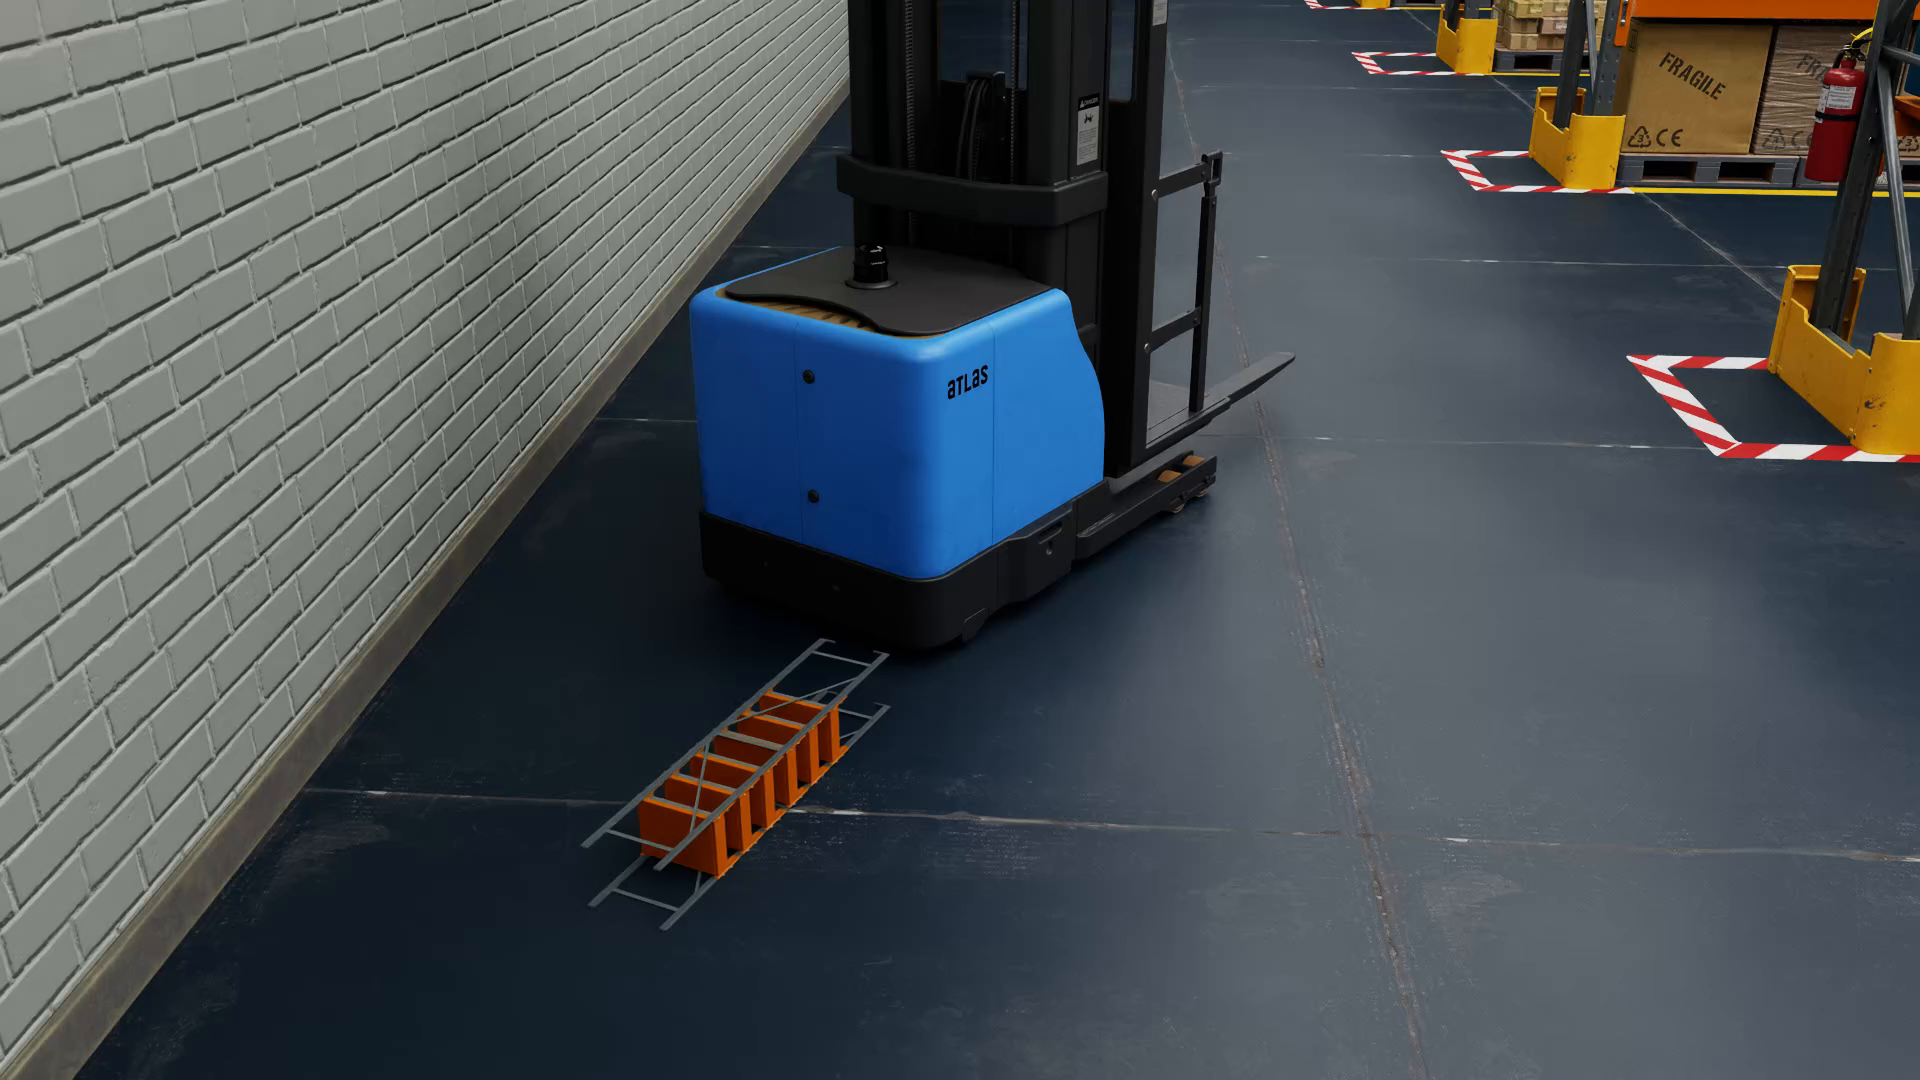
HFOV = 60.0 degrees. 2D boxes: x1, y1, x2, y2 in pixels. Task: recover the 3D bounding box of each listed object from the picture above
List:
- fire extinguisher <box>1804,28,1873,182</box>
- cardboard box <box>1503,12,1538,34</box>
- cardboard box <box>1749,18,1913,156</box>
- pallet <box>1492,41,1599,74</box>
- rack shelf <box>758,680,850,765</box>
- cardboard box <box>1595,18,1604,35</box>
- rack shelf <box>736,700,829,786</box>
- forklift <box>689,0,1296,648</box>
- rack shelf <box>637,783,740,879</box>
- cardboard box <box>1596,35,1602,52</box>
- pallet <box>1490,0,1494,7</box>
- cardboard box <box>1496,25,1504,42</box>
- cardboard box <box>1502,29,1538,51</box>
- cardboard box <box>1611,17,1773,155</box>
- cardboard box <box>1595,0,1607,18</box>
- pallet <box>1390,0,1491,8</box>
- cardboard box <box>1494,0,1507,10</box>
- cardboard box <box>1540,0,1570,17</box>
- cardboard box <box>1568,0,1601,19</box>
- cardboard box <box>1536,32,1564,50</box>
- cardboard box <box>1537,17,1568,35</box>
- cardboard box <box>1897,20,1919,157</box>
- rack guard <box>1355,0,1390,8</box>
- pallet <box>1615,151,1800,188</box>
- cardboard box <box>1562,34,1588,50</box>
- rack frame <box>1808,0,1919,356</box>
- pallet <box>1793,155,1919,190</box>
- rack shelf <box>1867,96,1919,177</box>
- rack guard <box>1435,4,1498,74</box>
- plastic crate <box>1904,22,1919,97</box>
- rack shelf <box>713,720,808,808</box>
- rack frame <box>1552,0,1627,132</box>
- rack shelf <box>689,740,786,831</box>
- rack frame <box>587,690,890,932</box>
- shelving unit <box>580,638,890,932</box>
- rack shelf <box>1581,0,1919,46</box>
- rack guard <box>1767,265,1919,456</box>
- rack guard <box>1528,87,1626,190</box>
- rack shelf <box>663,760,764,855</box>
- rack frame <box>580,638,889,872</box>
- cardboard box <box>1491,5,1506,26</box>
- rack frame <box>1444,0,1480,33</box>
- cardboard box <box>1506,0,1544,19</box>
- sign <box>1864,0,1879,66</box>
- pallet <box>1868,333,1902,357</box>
[{"bbox_3d":[3.946,-1.959,7.458,0.183,0.674,0.296,2,25,4],"label":"fire extinguisher"},{"bbox_3d":[5.424,-5.005,16.091,0.250,0.149,0.380,3,25,6],"label":"cardboard box"},{"bbox_3d":[5.993,-3.243,11.749,0.875,0.875,0.875,2,25,4],"label":"cardboard box"},{"bbox_3d":[5.805,-4.788,16.403,1.213,0.211,1.003,2,25,4],"label":"pallet"},{"bbox_3d":[-0.458,0.529,4.861,0.258,0.180,0.103,11,27,23],"label":"rack shelf"},{"bbox_3d":[6.191,-4.948,15.968,0.250,0.149,0.380,3,25,6],"label":"cardboard box"},{"bbox_3d":[-0.510,0.575,4.763,0.258,0.180,0.103,11,27,23],"label":"rack shelf"},{"bbox_3d":[0.366,-1.542,6.095,1.130,2.935,3.031,17,30,32],"label":"forklift"},{"bbox_3d":[-0.717,0.759,4.371,0.258,0.180,0.103,11,27,23],"label":"rack shelf"},{"bbox_3d":[6.181,-4.810,16.023,0.250,0.149,0.380,2,25,5],"label":"cardboard box"},{"bbox_3d":[7.216,-6.864,20.915,1.213,0.211,1.003,2,25,4],"label":"pallet"},{"bbox_3d":[5.462,-5.064,16.574,0.250,0.149,0.380,2,25,5],"label":"cardboard box"},{"bbox_3d":[5.419,-4.843,16.095,0.250,0.149,0.380,2,25,5],"label":"cardboard box"},{"bbox_3d":[5.085,-3.272,11.812,0.875,0.875,0.875,2,25,4],"label":"cardboard box"},{"bbox_3d":[6.197,-5.112,15.967,0.250,0.149,0.380,1,25,1],"label":"cardboard box"},{"bbox_3d":[6.003,-6.904,21.003,1.213,0.211,1.003,2,25,4],"label":"pallet"},{"bbox_3d":[5.469,-5.352,16.490,0.250,0.149,0.380,2,25,5],"label":"cardboard box"},{"bbox_3d":[5.702,-5.147,16.043,0.250,0.149,0.380,2,25,5],"label":"cardboard box"},{"bbox_3d":[5.943,-5.085,15.910,0.250,0.149,0.380,2,25,4],"label":"cardboard box"},{"bbox_3d":[5.687,-4.869,16.151,0.250,0.149,0.380,2,25,4],"label":"cardboard box"},{"bbox_3d":[5.693,-4.973,16.021,0.250,0.149,0.380,2,25,4],"label":"cardboard box"},{"bbox_3d":[6.880,-3.215,11.687,0.875,0.875,0.875,2,25,4],"label":"cardboard box"},{"bbox_3d":[5.176,-7.029,20.929,0.348,0.500,1.175,2,25,4],"label":"rack guard"},{"bbox_3d":[5.244,-2.774,12.026,1.213,0.211,1.003,2,25,4],"label":"pallet"},{"bbox_3d":[5.935,-4.864,16.140,0.250,0.149,0.380,2,25,5],"label":"cardboard box"},{"bbox_3d":[4.062,-1.970,6.942,0.127,3.000,1.000,2,25,4],"label":"rack frame"},{"bbox_3d":[6.457,-2.734,11.939,1.213,0.211,1.003,2,25,4],"label":"pallet"},{"bbox_3d":[6.056,-1.579,6.953,4.000,0.370,1.077,2,25,4],"label":"rack shelf"},{"bbox_3d":[4.997,-4.960,16.431,0.348,0.500,1.175,2,25,4],"label":"rack guard"},{"bbox_3d":[4.410,-2.080,7.068,0.499,0.435,0.616,2,25,4],"label":"plastic crate"},{"bbox_3d":[-0.562,0.621,4.665,0.258,0.180,0.103,11,27,23],"label":"rack shelf"},{"bbox_3d":[4.441,-4.034,11.428,0.127,3.000,1.000,2,25,4],"label":"rack frame"},{"bbox_3d":[-0.613,0.667,4.567,0.258,0.180,0.103,11,27,23],"label":"rack shelf"},{"bbox_3d":[-0.581,0.721,4.667,0.240,0.006,1.200,11,27,23],"label":"rack frame"},{"bbox_3d":[-0.581,0.638,4.629,0.258,0.189,1.200,11,27,23],"label":"shelving unit"},{"bbox_3d":[6.435,-3.643,11.439,4.000,0.370,1.077,2,25,4],"label":"rack shelf"},{"bbox_3d":[4.037,-0.829,7.454,0.348,0.500,1.175,2,25,4],"label":"rack guard"},{"bbox_3d":[4.417,-2.899,11.952,0.348,0.500,1.175,2,25,4],"label":"rack guard"},{"bbox_3d":[-0.665,0.713,4.469,0.258,0.180,0.103,11,27,23],"label":"rack shelf"},{"bbox_3d":[-0.581,0.555,4.590,0.240,0.006,1.200,11,27,23],"label":"rack frame"},{"bbox_3d":[5.470,-5.231,16.581,0.250,0.149,0.380,1,25,3],"label":"cardboard box"},{"bbox_3d":[4.922,-6.098,15.914,0.127,3.000,1.000,2,25,4],"label":"rack frame"},{"bbox_3d":[5.418,-5.105,15.953,0.250,0.149,0.380,1,25,2],"label":"cardboard box"},{"bbox_3d":[4.088,-2.273,7.407,0.005,0.325,0.100,2,25,4],"label":"sign"},{"bbox_3d":[4.881,-0.660,7.432,1.213,0.211,1.003,2,25,4],"label":"pallet"}]
